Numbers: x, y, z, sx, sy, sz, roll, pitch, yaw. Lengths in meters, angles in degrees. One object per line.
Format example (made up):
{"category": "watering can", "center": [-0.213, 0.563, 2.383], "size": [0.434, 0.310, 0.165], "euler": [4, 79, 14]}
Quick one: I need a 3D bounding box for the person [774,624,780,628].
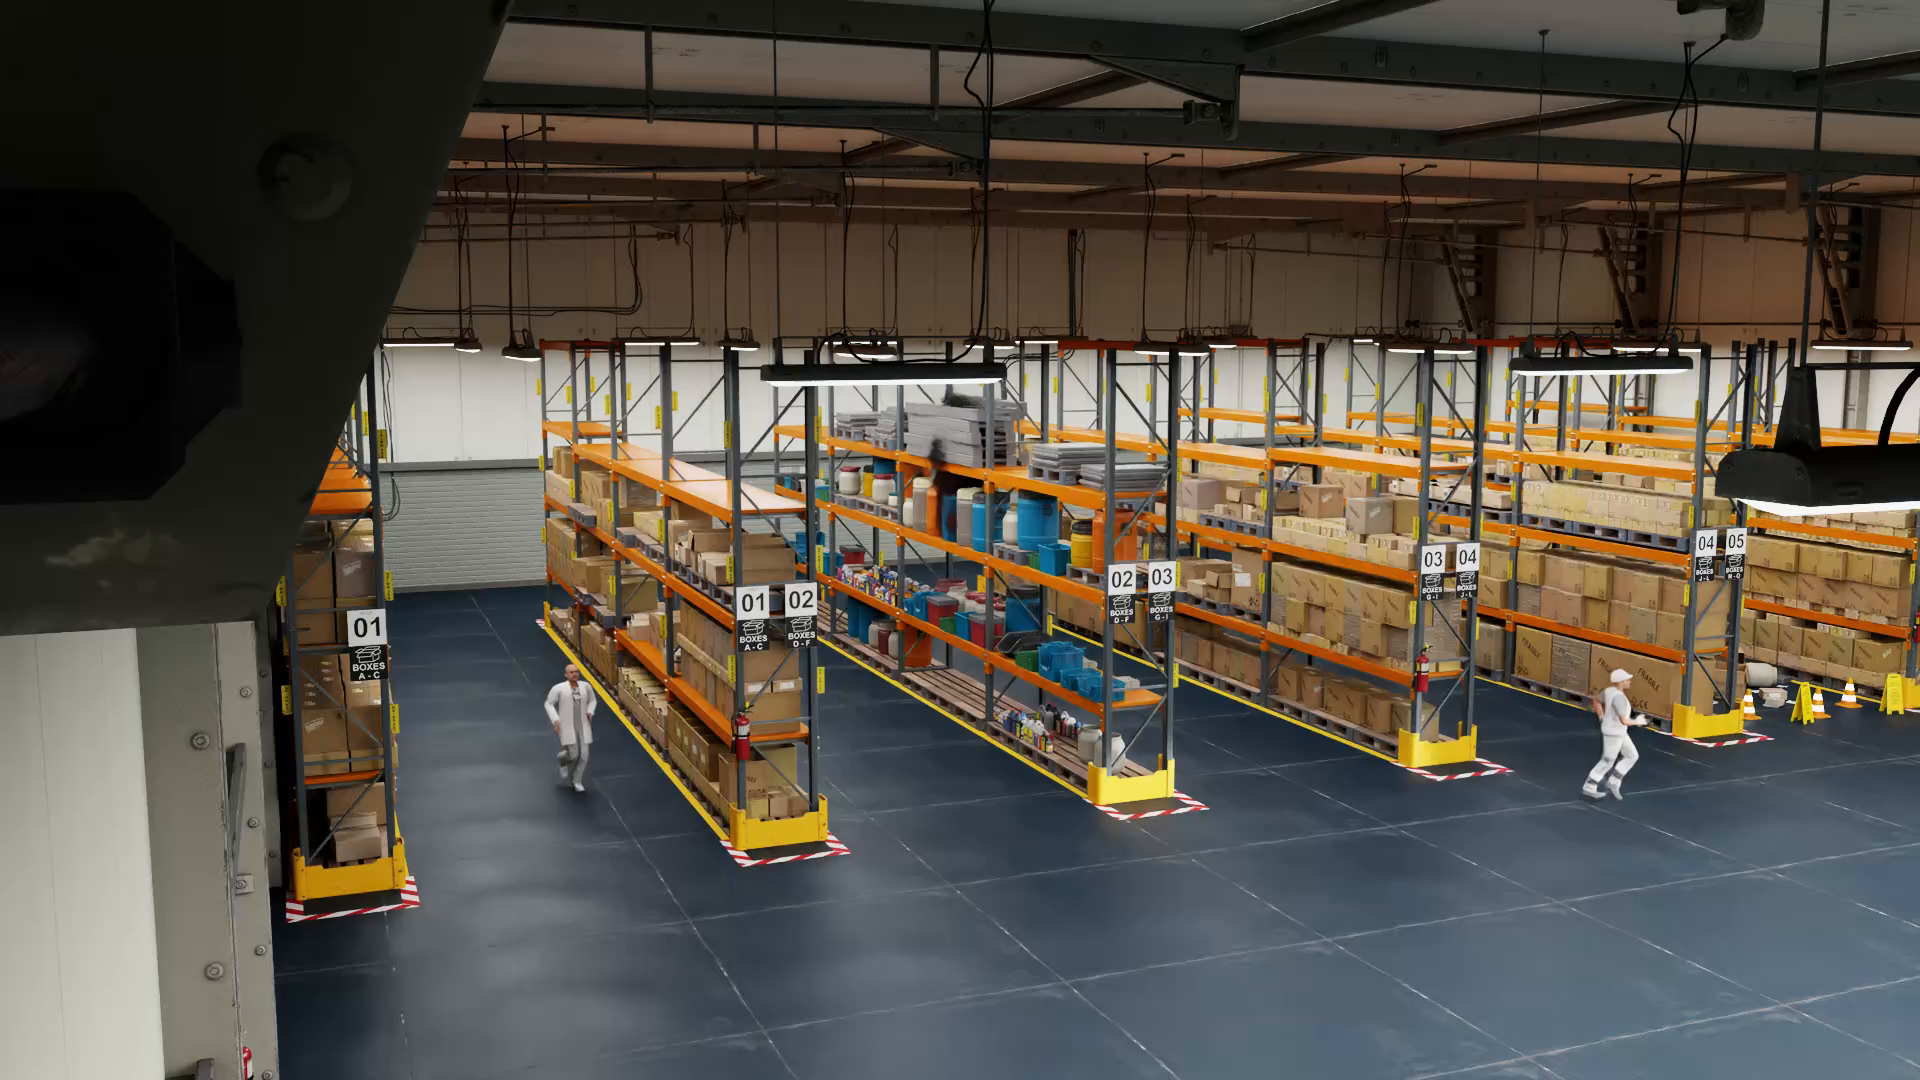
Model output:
{"category": "person", "center": [-3.484, 1.536, 30.140], "size": [0.656, 1.789, 0.956], "euler": [-5, 9, -33]}

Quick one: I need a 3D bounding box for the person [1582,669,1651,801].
{"category": "person", "center": [8.709, 2.590, 22.040], "size": [0.804, 1.796, 0.643], "euler": [2, 8, 18]}

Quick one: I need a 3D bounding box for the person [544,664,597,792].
{"category": "person", "center": [-5.260, 2.543, 22.634], "size": [0.710, 1.733, 0.638], "euler": [-5, 9, -33]}

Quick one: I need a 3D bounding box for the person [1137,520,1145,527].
{"category": "person", "center": [4.235, 0.268, 40.364], "size": [0.600, 1.625, 0.558], "euler": [4, 8, 27]}
